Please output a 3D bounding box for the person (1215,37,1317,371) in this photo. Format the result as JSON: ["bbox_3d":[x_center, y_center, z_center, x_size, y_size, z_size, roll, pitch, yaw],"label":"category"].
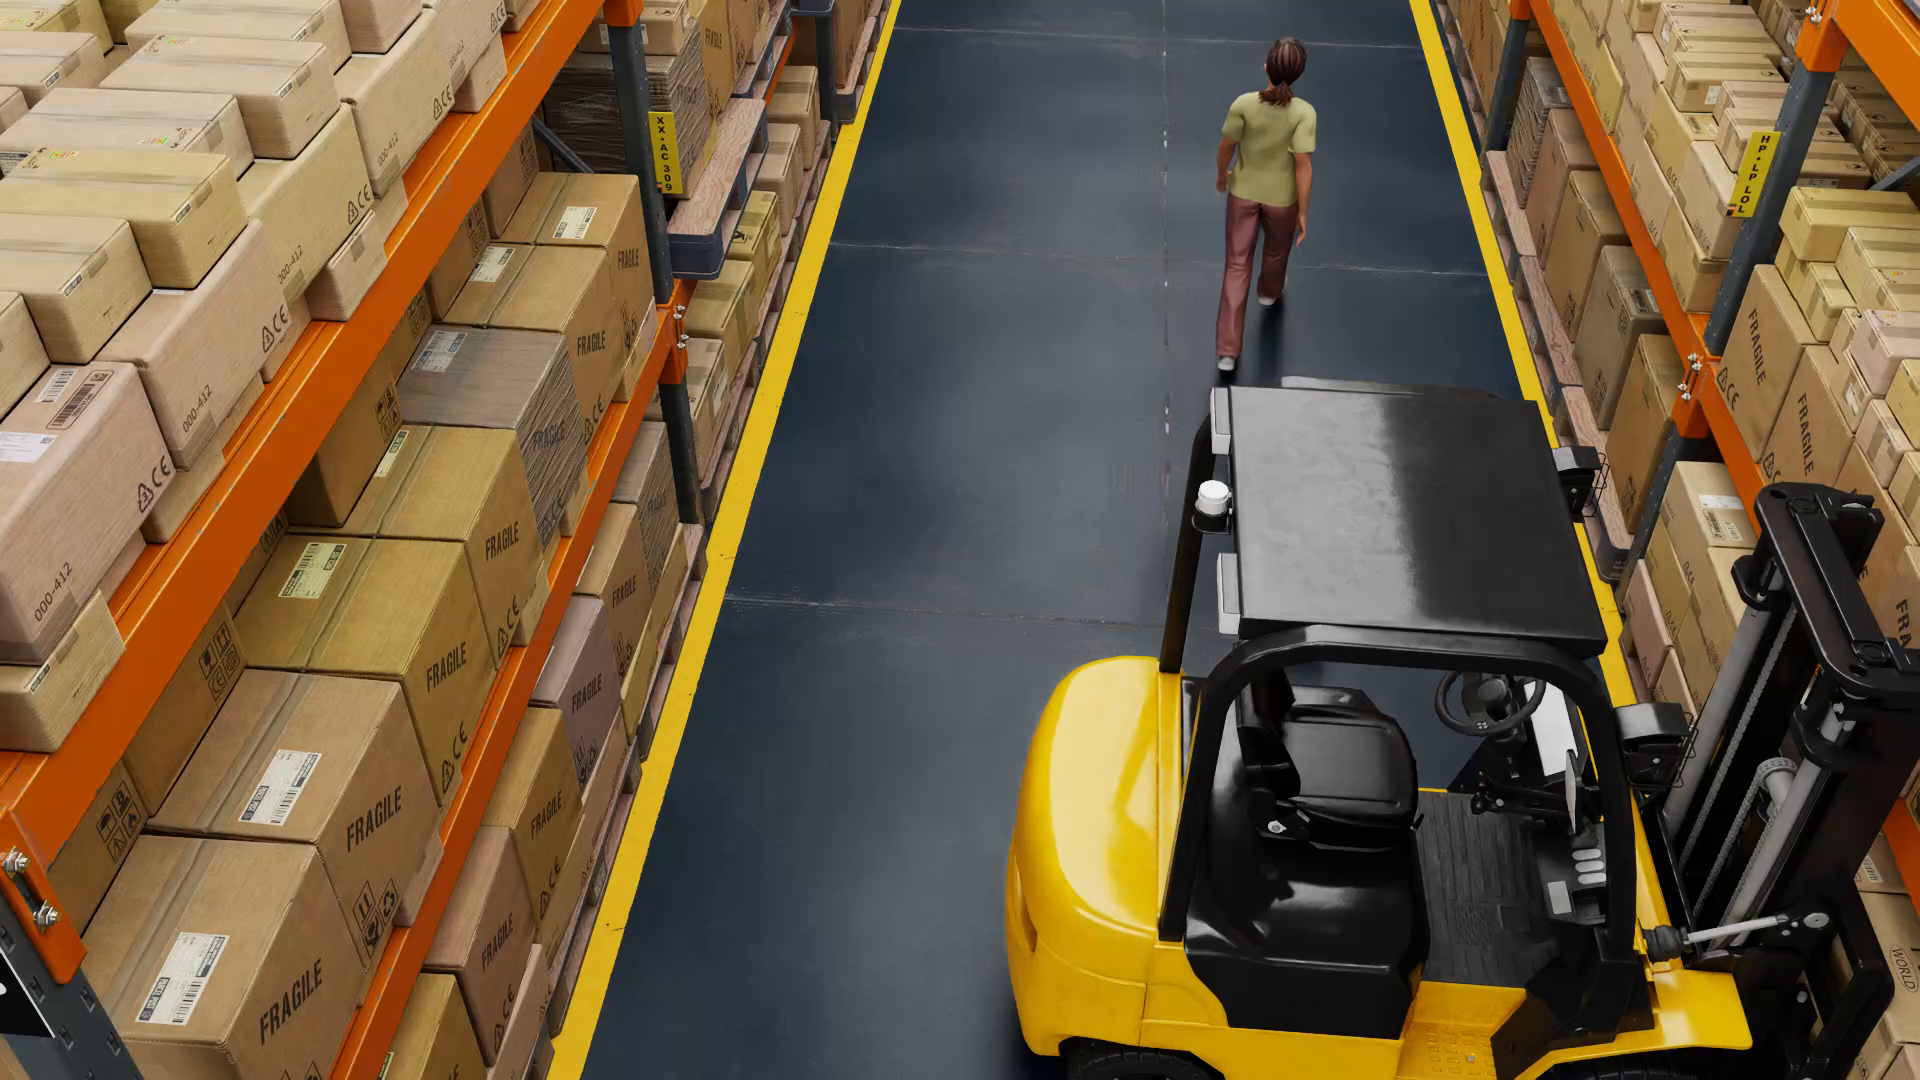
[{"bbox_3d":[1.497,-1.741,8.198,0.481,1.610,1.002,9,41,11],"label":"person"}]
